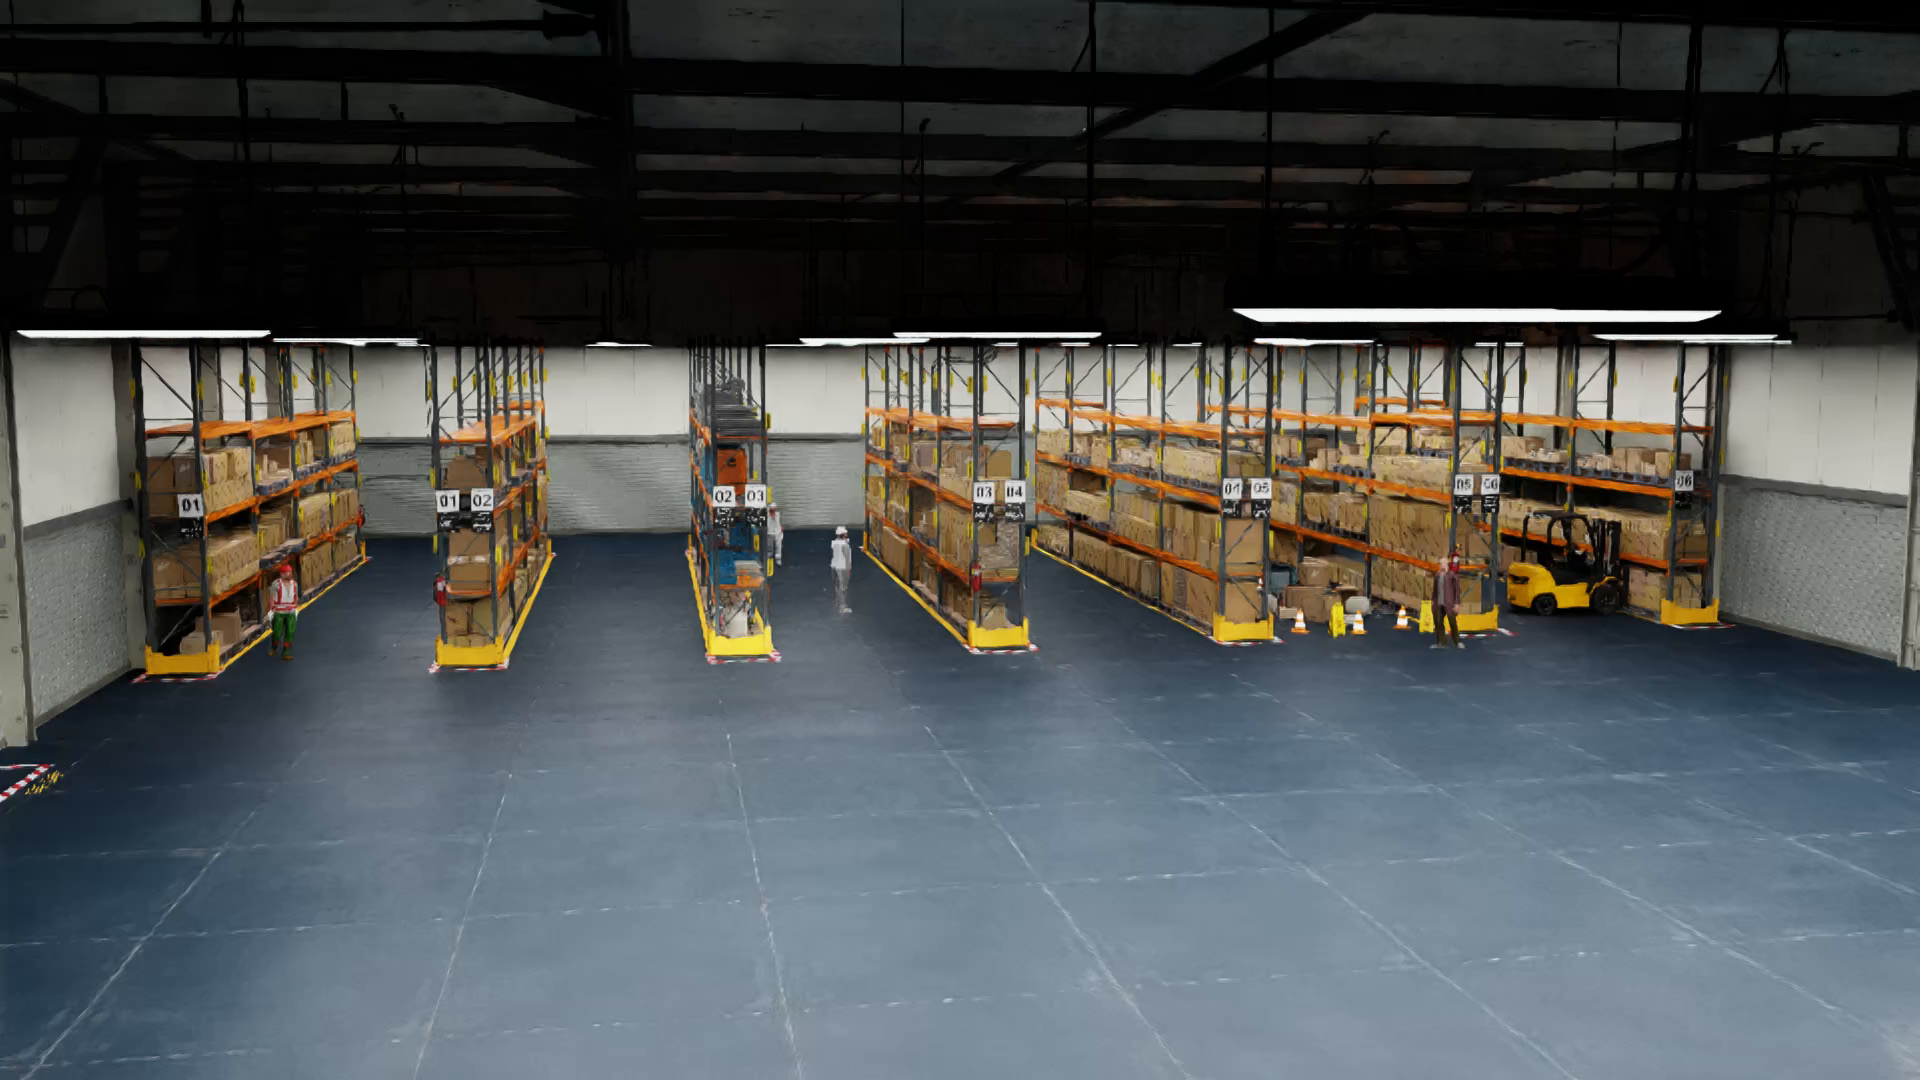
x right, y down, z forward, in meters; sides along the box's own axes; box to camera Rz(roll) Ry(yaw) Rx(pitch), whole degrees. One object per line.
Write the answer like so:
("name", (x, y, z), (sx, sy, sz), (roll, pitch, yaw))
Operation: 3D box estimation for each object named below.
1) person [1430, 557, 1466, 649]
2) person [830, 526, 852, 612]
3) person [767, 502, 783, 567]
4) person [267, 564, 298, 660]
("person", (9.342, 1.206, 31.860), (0.596, 1.771, 0.693), (-5, 9, -40))
("person", (-2.429, 0.588, 34.552), (0.464, 1.782, 0.601), (-5, 8, -39))
("person", (-4.930, -0.161, 43.849), (0.553, 1.709, 1.123), (-1, 7, -8))
("person", (-12.537, 1.327, 30.761), (0.576, 1.774, 0.588), (6, 9, 44))
